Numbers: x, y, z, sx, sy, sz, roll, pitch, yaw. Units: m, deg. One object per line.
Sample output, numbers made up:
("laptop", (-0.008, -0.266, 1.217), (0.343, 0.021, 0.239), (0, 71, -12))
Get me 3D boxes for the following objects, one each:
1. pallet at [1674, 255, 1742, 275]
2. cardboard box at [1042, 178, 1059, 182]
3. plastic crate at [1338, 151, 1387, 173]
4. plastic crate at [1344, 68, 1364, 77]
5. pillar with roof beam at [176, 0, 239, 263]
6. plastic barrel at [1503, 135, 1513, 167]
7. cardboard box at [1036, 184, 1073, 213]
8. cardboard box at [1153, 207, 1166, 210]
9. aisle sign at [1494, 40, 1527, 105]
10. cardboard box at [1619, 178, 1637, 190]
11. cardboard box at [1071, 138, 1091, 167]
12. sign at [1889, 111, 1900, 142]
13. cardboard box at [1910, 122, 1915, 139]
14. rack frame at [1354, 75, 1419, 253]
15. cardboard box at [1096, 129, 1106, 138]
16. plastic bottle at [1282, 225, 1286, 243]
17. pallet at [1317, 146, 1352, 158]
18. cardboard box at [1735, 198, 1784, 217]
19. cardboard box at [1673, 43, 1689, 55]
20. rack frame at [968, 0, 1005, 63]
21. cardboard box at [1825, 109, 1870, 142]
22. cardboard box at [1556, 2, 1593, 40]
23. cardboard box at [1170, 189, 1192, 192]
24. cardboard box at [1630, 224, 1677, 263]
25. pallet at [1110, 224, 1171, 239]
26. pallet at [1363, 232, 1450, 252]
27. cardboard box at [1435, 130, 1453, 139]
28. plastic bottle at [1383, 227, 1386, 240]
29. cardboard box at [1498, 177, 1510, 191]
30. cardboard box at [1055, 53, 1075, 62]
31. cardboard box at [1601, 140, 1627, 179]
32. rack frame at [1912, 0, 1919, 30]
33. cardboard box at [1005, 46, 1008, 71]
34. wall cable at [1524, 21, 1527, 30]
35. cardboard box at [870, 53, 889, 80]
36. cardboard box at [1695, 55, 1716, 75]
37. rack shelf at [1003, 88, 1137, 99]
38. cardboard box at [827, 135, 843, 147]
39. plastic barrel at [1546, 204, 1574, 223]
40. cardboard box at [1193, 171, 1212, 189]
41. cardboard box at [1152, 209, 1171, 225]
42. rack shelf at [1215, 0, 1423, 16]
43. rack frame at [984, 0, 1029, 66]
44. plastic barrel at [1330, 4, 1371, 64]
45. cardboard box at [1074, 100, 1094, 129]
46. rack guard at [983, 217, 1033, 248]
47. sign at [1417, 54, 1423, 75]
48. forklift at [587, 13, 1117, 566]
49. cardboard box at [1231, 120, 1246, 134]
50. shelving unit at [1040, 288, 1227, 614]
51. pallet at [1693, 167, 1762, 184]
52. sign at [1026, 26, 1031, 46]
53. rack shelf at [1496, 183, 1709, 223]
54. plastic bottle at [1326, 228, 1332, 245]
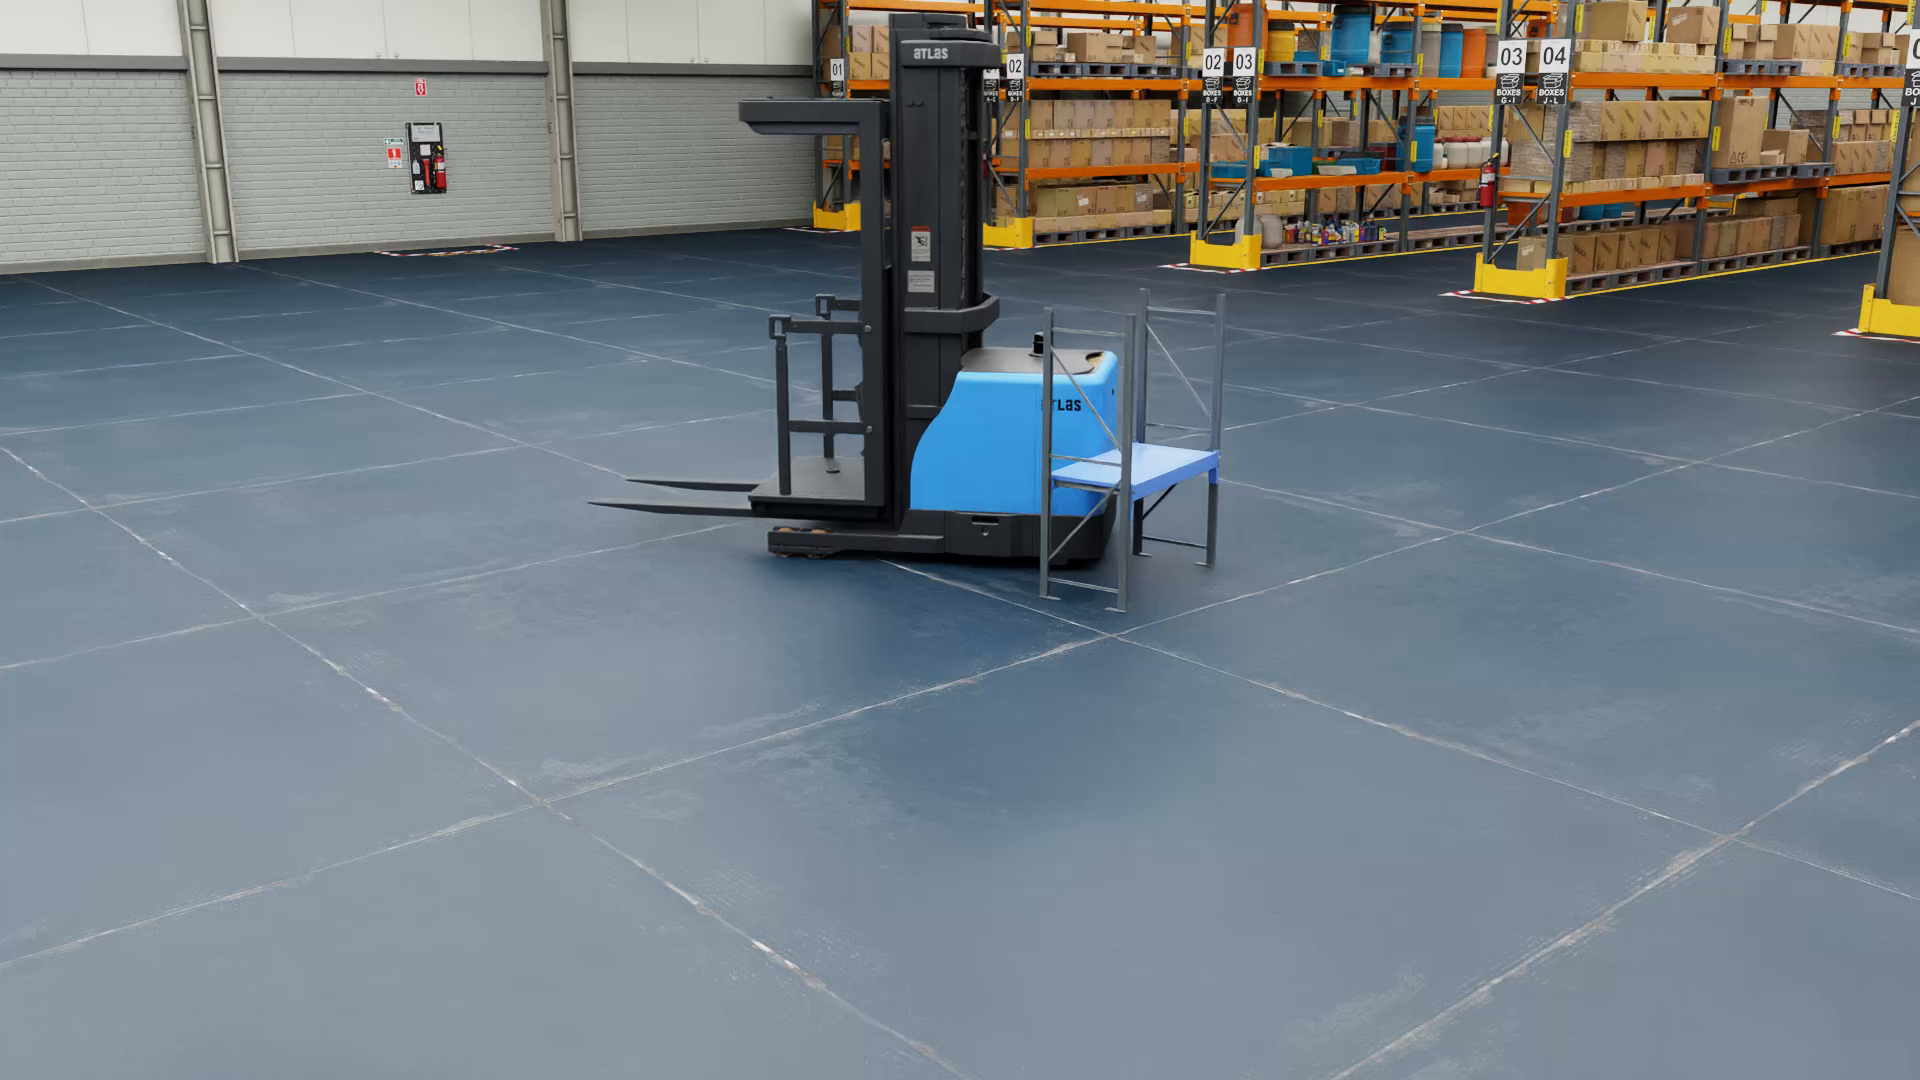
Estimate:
("pallet", (10.884, -4.131, 24.806), (1.213, 0.211, 1.003), (-13, 19, -39))
("cardboard box", (1.807, -7.898, 36.044), (0.500, 0.250, 0.500), (-13, 20, -41))
("plastic crate", (6.568, -6.216, 27.329), (0.504, 0.338, 0.767), (-13, 19, -39))
("plastic crate", (6.101, -7.281, 25.895), (0.396, 0.136, 0.243), (-13, 19, -39))
("pillar with roof beam", (-8.741, -7.876, 21.797), (0.400, 9.000, 9.100), (-13, 19, -39))
("plastic barrel", (9.912, -6.916, 29.565), (0.708, 0.536, 0.600), (-13, 19, -39))
("cardboard box", (1.734, -6.155, 30.042), (0.500, 0.500, 0.500), (-13, 19, -39))
("cardboard box", (3.920, -6.276, 31.948), (0.500, 0.250, 0.500), (-13, 20, -40))
("aisle sign", (7.036, -5.972, 21.258), (0.004, 0.787, 0.394), (-13, 19, -39))
("cardboard box", (8.847, -4.784, 22.334), (0.250, 0.149, 0.380), (-13, 19, -39))
("cardboard box", (1.912, -6.895, 29.558), (0.500, 0.500, 0.700), (-12, 19, -39))
("sign", (10.114, -4.467, 17.959), (0.005, 0.325, 0.100), (-13, 19, -39))
("cardboard box", (16.861, -7.166, 29.026), (0.500, 0.500, 0.500), (-13, 19, -39))
("rack frame", (7.046, -6.310, 27.561), (0.127, 3.000, 1.000), (-13, 19, -39))
("cardboard box", (2.377, -7.244, 29.606), (0.250, 0.149, 0.380), (-12, 19, -39))
("plastic bottle", (5.202, -4.952, 26.889), (0.133, 0.283, 0.061), (-12, 19, -38))
("pallet", (7.280, -7.988, 34.216), (1.003, 0.211, 1.213), (-13, 19, -39))
("cardboard box", (12.436, -5.179, 25.866), (0.500, 0.250, 0.500), (-10, 18, -33))
("cardboard box", (9.656, -6.665, 22.596), (0.250, 0.149, 0.380), (-13, 20, -41))
("rack frame", (0.543, -11.137, 34.007), (0.127, 3.000, 1.000), (-13, 19, -39))
("cardboard box", (14.370, -6.787, 27.209), (0.637, 0.503, 0.797), (-12, 19, -38))
("cardboard box", (8.283, -6.863, 22.079), (0.500, 0.500, 0.500), (-13, 19, -39))
("cardboard box", (4.303, -6.634, 32.202), (0.500, 0.311, 0.500), (-12, 19, -38))
("cardboard box", (9.969, -4.281, 23.995), (0.500, 0.500, 0.500), (-13, 20, -41))
("pallet", (3.170, -5.801, 31.059), (1.213, 0.211, 1.003), (-13, 19, -39))
("pallet", (7.613, -5.103, 28.447), (1.213, 0.211, 1.003), (-13, 19, -39))
("cardboard box", (10.396, -8.712, 36.359), (0.500, 0.500, 0.500), (-12, 19, -38))
("plastic bottle", (6.977, -5.049, 27.408), (0.097, 0.201, 0.097), (0, 15, 0))
("cardboard box", (12.601, -8.173, 38.525), (0.500, 0.500, 0.500), (-13, 19, -39))
("cardboard box", (1.783, -8.361, 28.827), (0.250, 0.149, 0.380), (-13, 19, -39))
("cardboard box", (8.417, -5.132, 22.382), (0.500, 0.500, 0.875), (-13, 19, -39))
("rack frame", (10.459, -6.584, 16.961), (0.127, 3.000, 1.000), (-13, 19, -39))
("cardboard box", (1.008, -10.016, 34.616), (0.500, 0.500, 0.500), (-9, 18, -32))
("wall cable", (15.872, -14.472, 42.721), (0.112, 2.526, 3.097), (-13, 19, -39))
("cardboard box", (-1.630, -9.160, 32.186), (0.500, 0.500, 0.500), (-11, 19, -36))
("cardboard box", (10.125, -6.595, 23.104), (0.500, 0.250, 0.500), (-12, 19, -37))
("rack shelf", (2.051, -9.679, 35.755), (4.000, 0.370, 1.077), (-13, 19, -39))
("cardboard box", (-2.259, -7.982, 32.618), (0.500, 0.500, 0.500), (-13, 20, -40))
("plastic barrel", (11.273, -6.303, 31.393), (0.708, 0.588, 0.600), (-13, 19, -39))
("cardboard box", (5.504, -8.472, 39.005), (0.750, 0.750, 0.750), (-12, 19, -38))
("cardboard box", (3.591, -6.028, 31.021), (0.500, 0.250, 0.500), (-13, 19, -39))
("rack shelf", (5.537, -8.329, 25.663), (4.000, 0.370, 1.077), (-13, 19, -39))
("rack frame", (0.780, -9.496, 27.862), (0.127, 3.000, 1.000), (-13, 19, -39))
("plastic barrel", (6.225, -8.057, 26.502), (0.708, 0.901, 0.600), (-13, 19, -39))
("cardboard box", (1.953, -7.534, 29.434), (0.500, 0.500, 0.700), (-13, 19, -39))
("rack guard", (0.762, -5.386, 28.944), (0.348, 0.500, 1.175), (-13, 19, -39))
("sign", (7.399, -7.655, 26.765), (0.005, 0.325, 0.100), (-13, 19, -39))
("forklift", (-0.632, -1.439, 9.456), (3.031, 2.935, 1.130), (3, 15, 10))
("cardboard box", (6.395, -9.668, 39.325), (0.500, 0.500, 0.500), (-13, 20, -40))
("shelving unit", (0.914, -0.502, 8.723), (0.538, 1.500, 1.048), (10, 18, 33))
("pallet", (10.969, -5.354, 24.354), (1.213, 0.211, 1.003), (-13, 19, -39))
("sign", (1.140, -8.398, 27.718), (0.005, 0.325, 0.100), (-13, 19, -39))
("rack shelf", (8.789, -4.659, 22.775), (4.000, 0.370, 1.077), (-13, 19, -39))
("plastic bottle", (5.859, -4.831, 26.459), (0.097, 0.271, 0.097), (0, 15, 0))
